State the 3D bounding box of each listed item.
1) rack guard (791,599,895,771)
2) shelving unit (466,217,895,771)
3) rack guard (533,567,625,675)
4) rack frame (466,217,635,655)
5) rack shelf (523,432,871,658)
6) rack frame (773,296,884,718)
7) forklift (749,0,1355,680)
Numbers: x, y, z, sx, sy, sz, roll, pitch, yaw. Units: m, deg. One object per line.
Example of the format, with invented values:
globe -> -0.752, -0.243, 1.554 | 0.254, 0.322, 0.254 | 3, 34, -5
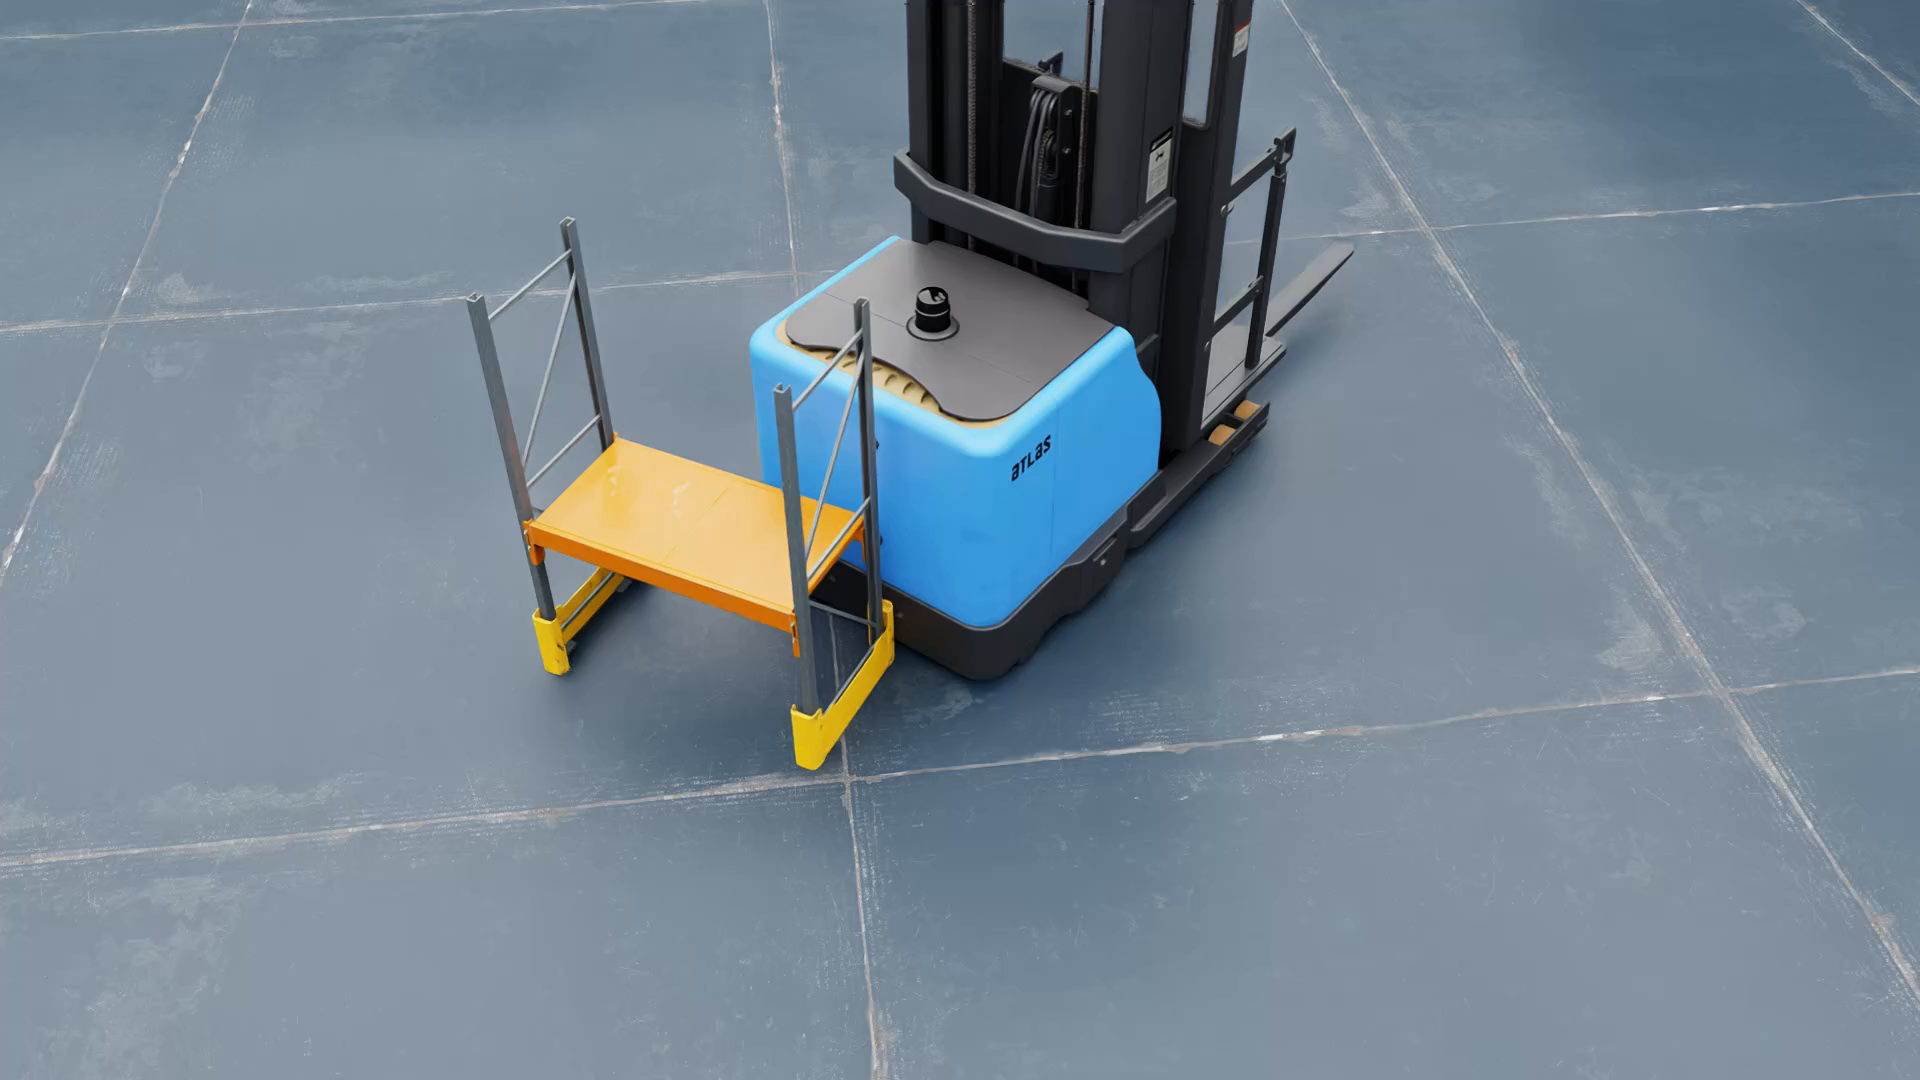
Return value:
rack guard -> -0.382, 0.473, 5.539 | 0.087, 0.250, 0.587 | 18, 45, 18
shelving unit -> -0.832, -0.133, 5.278 | 1.083, 1.500, 0.587 | 18, 45, 18
rack guard -> -1.282, 0.188, 5.854 | 0.087, 0.250, 0.587 | 18, 45, 18
rack frame -> -1.300, -0.281, 5.442 | 0.032, 1.500, 0.500 | 18, 45, 18
rack shelf -> -0.840, -0.002, 5.402 | 1.000, 0.185, 0.538 | 18, 45, 18
rack frame -> -0.380, 0.009, 5.120 | 0.032, 1.500, 0.500 | 18, 45, 18
forklift -> 0.580, -1.555, 5.785 | 1.130, 2.935, 3.031 | 27, 48, 26
